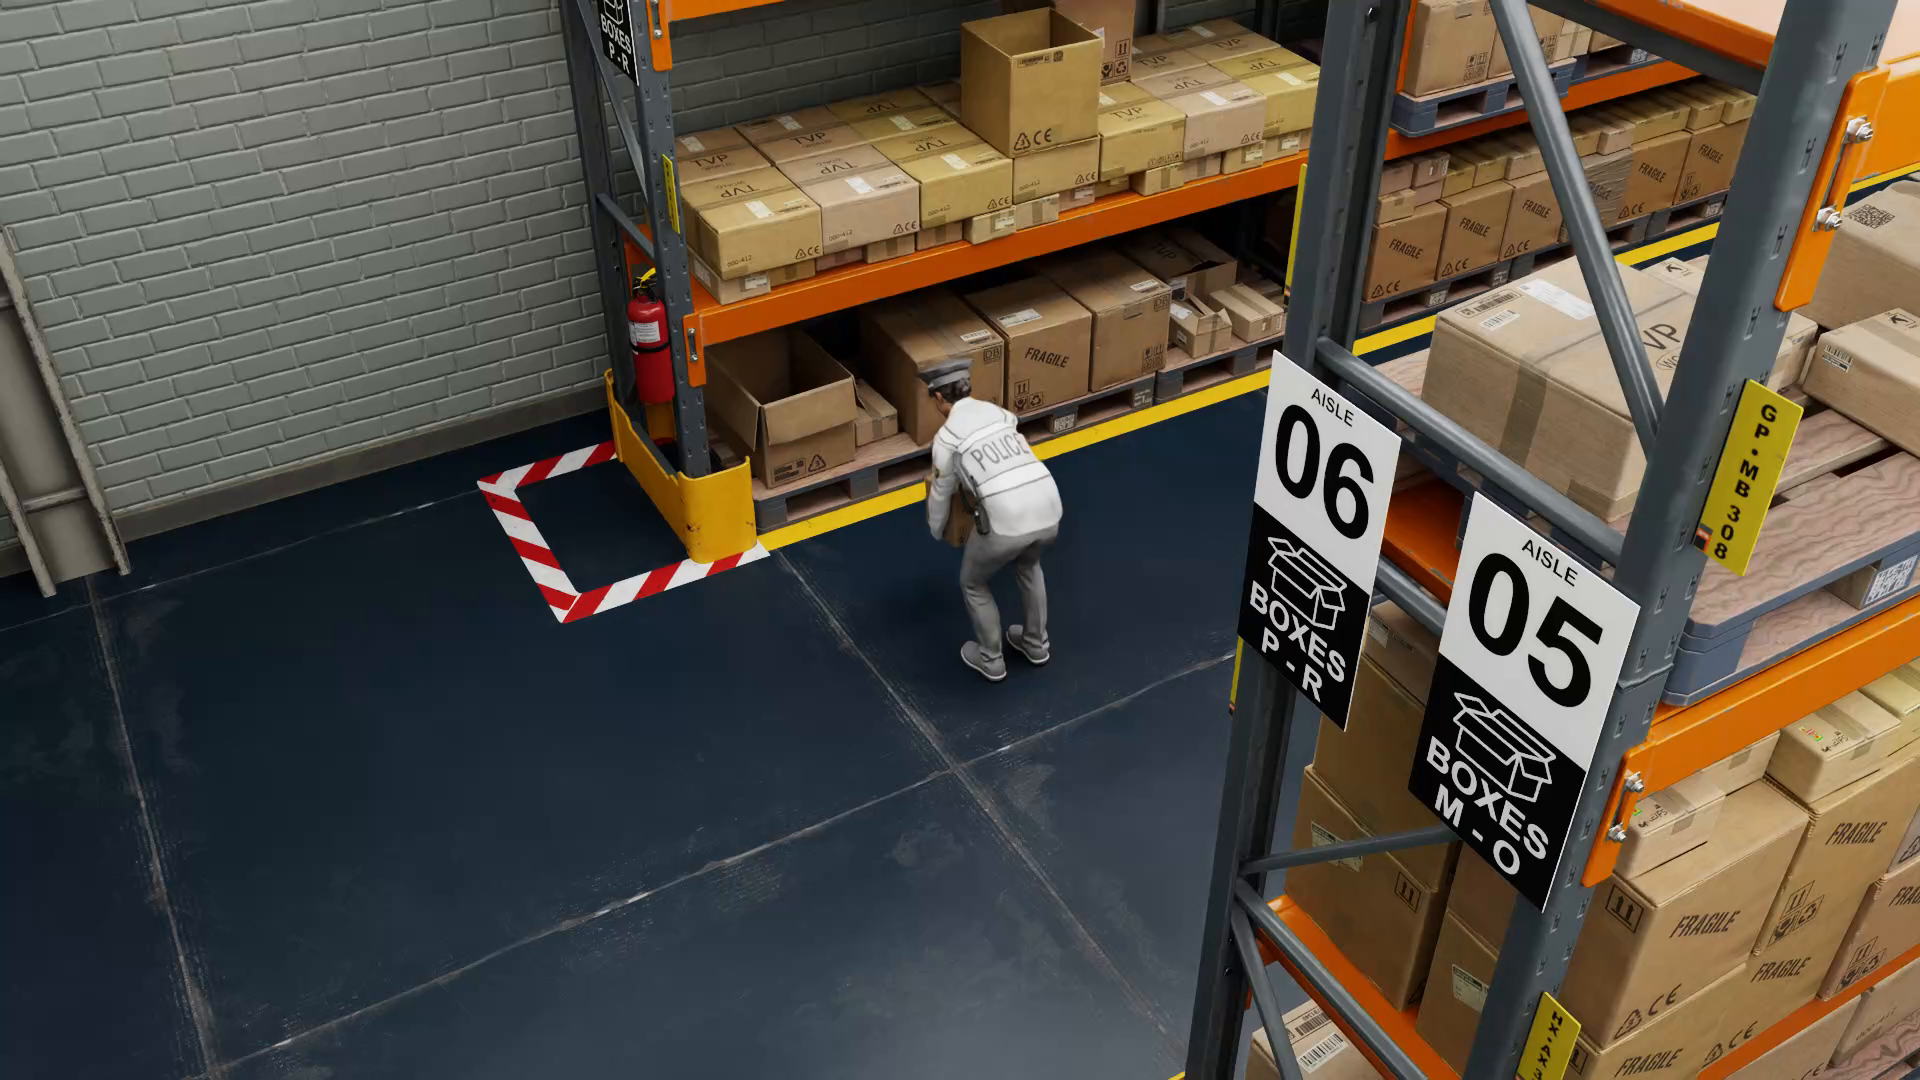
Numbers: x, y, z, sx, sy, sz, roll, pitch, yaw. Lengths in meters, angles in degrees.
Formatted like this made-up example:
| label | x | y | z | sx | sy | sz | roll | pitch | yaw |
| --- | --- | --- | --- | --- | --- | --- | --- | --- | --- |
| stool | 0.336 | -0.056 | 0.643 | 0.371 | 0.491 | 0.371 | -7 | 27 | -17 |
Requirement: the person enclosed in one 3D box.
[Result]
| label | x | y | z | sx | sy | sz | roll | pitch | yaw |
| --- | --- | --- | --- | --- | --- | --- | --- | --- | --- |
| person | 0.103 | -0.100 | 7.317 | 0.419 | 1.359 | 0.849 | -21 | 42 | -25 |
